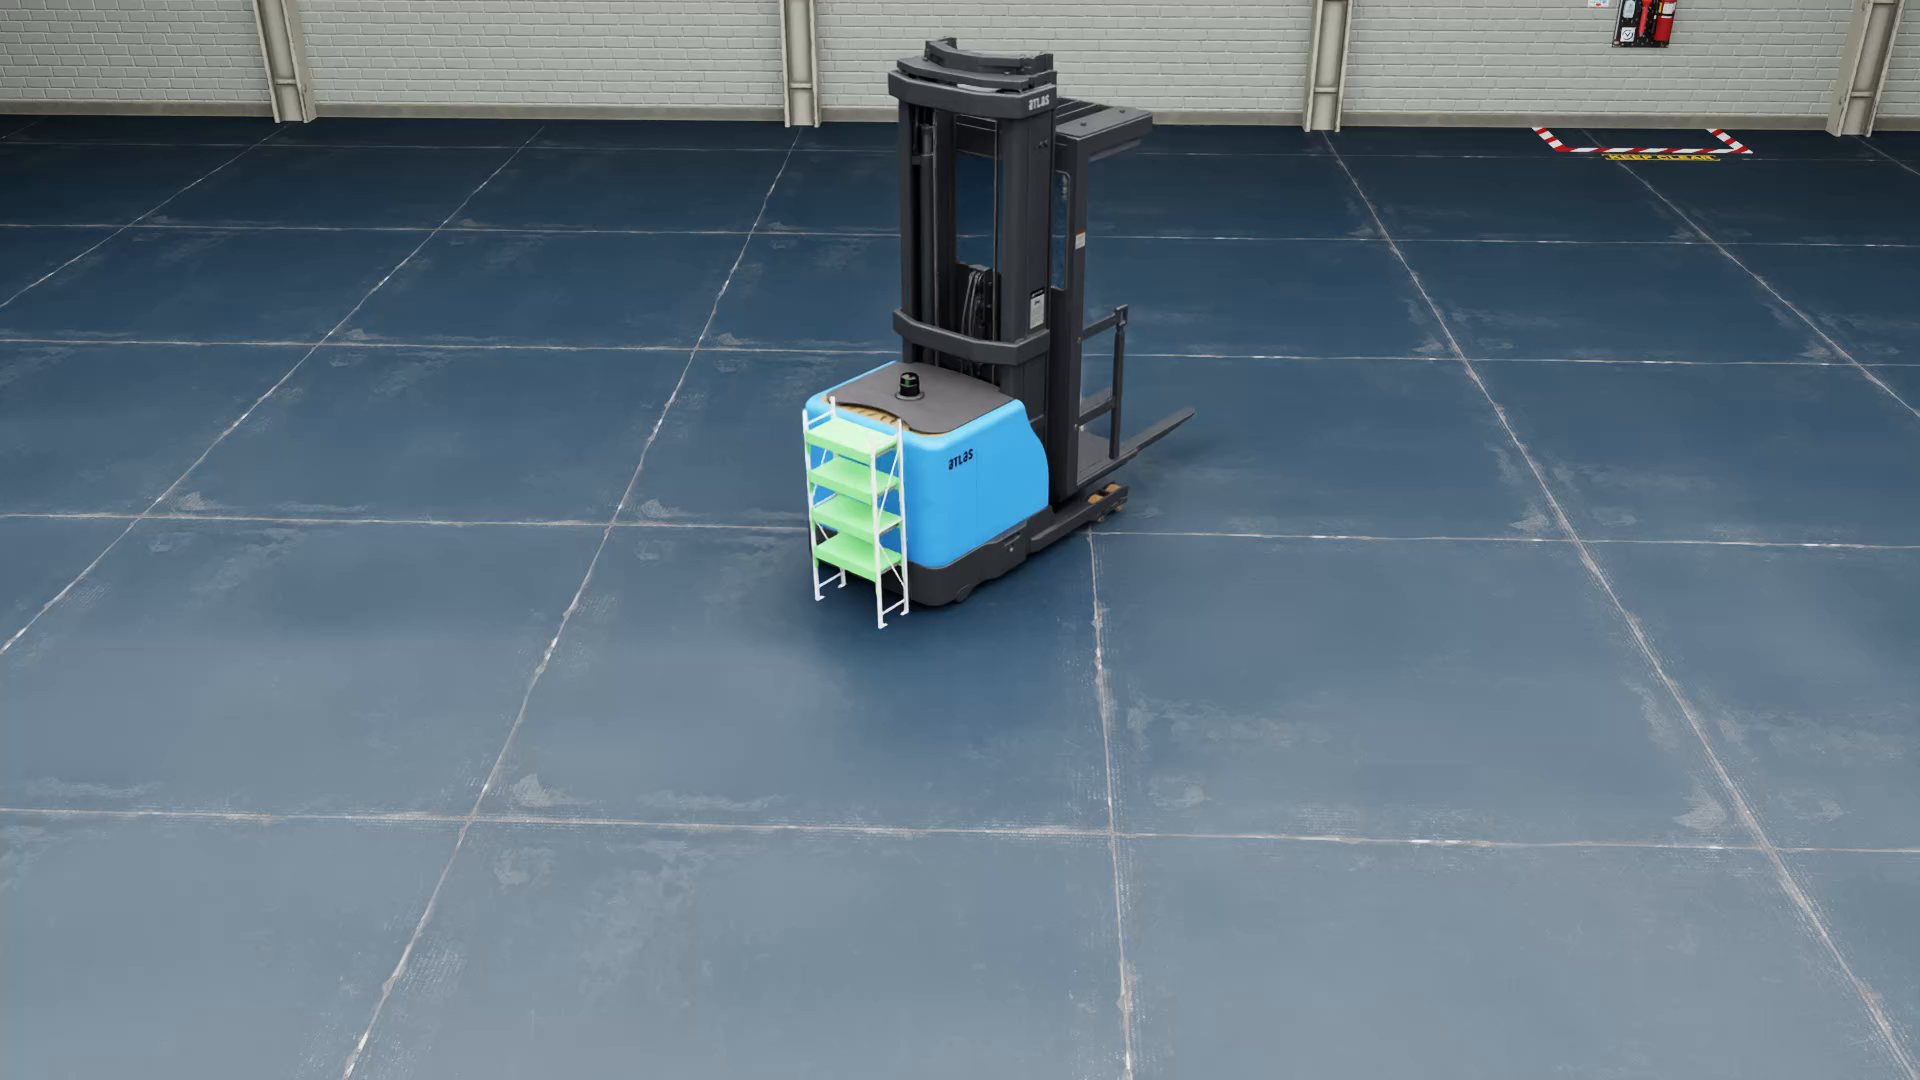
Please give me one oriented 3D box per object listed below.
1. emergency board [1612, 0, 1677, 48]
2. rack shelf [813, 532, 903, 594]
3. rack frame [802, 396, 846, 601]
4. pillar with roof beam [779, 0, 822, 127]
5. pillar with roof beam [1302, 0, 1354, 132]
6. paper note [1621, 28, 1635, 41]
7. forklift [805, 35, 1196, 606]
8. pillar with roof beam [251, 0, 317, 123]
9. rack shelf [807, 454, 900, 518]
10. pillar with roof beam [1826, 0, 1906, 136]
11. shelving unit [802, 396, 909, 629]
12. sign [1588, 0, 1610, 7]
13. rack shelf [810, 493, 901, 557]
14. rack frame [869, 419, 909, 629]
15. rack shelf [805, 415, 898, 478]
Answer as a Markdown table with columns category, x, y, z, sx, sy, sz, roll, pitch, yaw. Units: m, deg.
| category | x | y | z | sx | sy | sz | roll | pitch | yaw |
| --- | --- | --- | --- | --- | --- | --- | --- | --- | --- |
| emergency board | 7.697 | -6.047 | 18.455 | 0.643 | 1.169 | 0.194 | 1 | 28 | 2 |
| rack shelf | -0.568 | 0.118 | 9.387 | 0.480 | 0.148 | 0.258 | 21 | 36 | 34 |
| rack frame | -0.762 | -0.220 | 9.376 | 0.015 | 1.200 | 0.240 | 21 | 36 | 34 |
| pillar with roof beam | -1.980 | -6.822 | 13.512 | 0.400 | 9.000 | 9.100 | 1 | 28 | 2 |
| pillar with roof beam | 4.017 | -6.723 | 13.325 | 0.400 | 9.000 | 9.100 | 1 | 28 | 2 |
| paper note | 7.522 | -5.693 | 18.727 | 0.142 | 0.148 | 0.016 | 1 | 28 | 2 |
| forklift | 0.419 | -1.544 | 10.034 | 1.130 | 2.935 | 3.031 | 21 | 34 | 34 |
| pillar with roof beam | -7.976 | -6.921 | 13.699 | 0.400 | 9.000 | 9.100 | 1 | 28 | 2 |
| rack shelf | -0.577 | -0.301 | 9.153 | 0.480 | 0.148 | 0.258 | 21 | 36 | 34 |
| pillar with roof beam | 10.013 | -6.624 | 13.138 | 0.400 | 9.000 | 9.100 | 1 | 28 | 2 |
| shelving unit | -0.574 | -0.148 | 9.239 | 0.503 | 1.200 | 0.258 | 21 | 36 | 34 |
| sign | 7.148 | -6.120 | 18.555 | 0.234 | 0.329 | 0.001 | 1 | 28 | 2 |
| rack shelf | -0.572 | -0.092 | 9.270 | 0.480 | 0.148 | 0.258 | 21 | 36 | 34 |
| rack frame | -0.385 | -0.075 | 9.102 | 0.015 | 1.200 | 0.240 | 21 | 36 | 34 |
| rack shelf | -0.581 | -0.511 | 9.036 | 0.480 | 0.148 | 0.258 | 21 | 36 | 34 |
